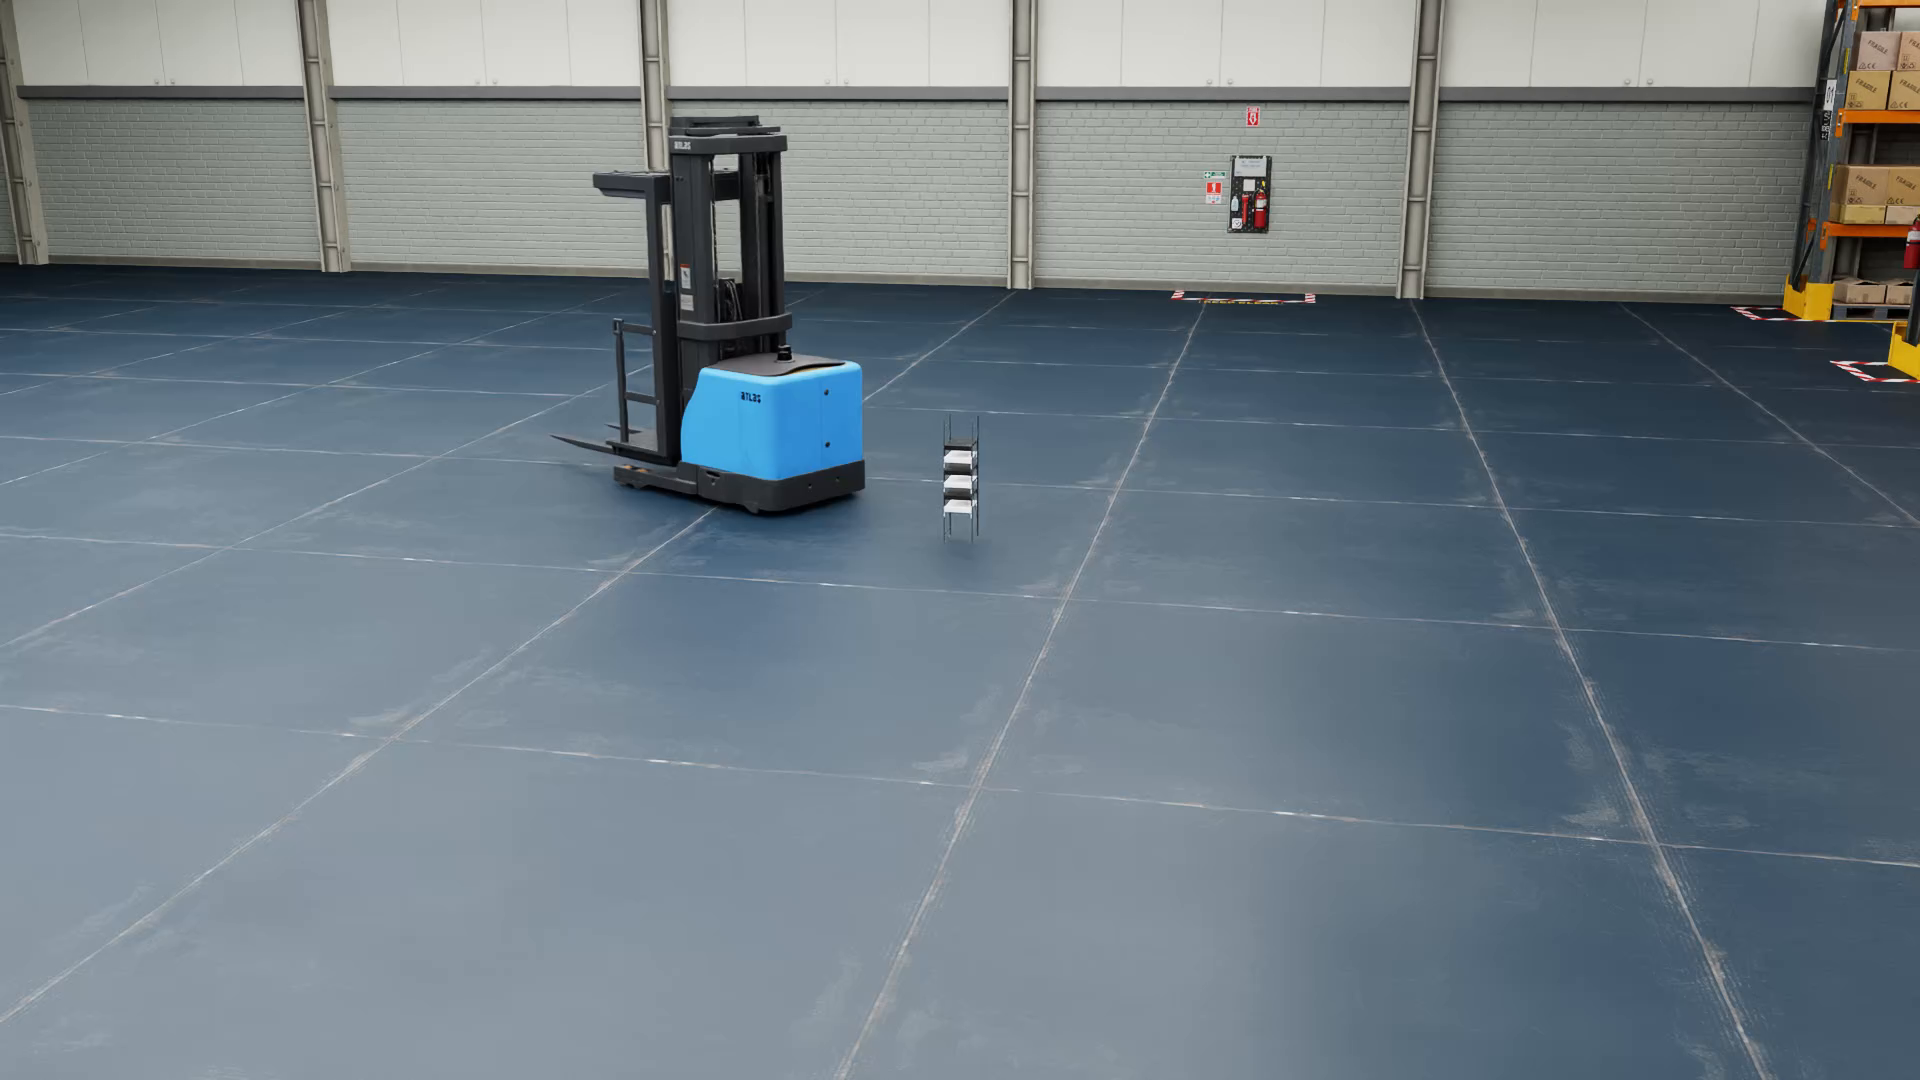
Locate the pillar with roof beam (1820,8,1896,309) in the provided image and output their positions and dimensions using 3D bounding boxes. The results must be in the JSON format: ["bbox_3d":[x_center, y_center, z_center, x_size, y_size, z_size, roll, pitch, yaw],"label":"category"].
[{"bbox_3d":[11.872,-6.589,18.923,0.400,9.000,9.100,3,16,11],"label":"pillar with roof beam"}]

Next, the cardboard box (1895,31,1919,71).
[{"bbox_3d":[12.682,-6.497,22.110,0.500,0.500,0.500,3,16,10],"label":"cardboard box"}]

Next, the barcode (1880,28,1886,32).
[{"bbox_3d":[12.667,-6.993,22.816,0.075,0.075,0.001,3,16,11],"label":"barcode"}]

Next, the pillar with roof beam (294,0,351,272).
[{"bbox_3d":[-11.647,-7.866,23.532,0.400,9.000,9.100,3,16,11],"label":"pillar with roof beam"}]

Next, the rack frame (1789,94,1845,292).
[{"bbox_3d":[11.872,-4.635,23.107,0.127,3.000,1.000,3,16,11],"label":"rack frame"}]

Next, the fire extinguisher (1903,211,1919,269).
[{"bbox_3d":[10.865,-3.430,18.900,0.183,0.674,0.296,3,16,11],"label":"fire extinguisher"}]

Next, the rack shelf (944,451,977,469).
[{"bbox_3d":[0.008,-0.575,11.831,0.200,0.077,0.258,3,16,11],"label":"rack shelf"}]

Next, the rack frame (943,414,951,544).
[{"bbox_3d":[-0.092,-0.439,11.890,0.006,0.900,0.240,3,16,11],"label":"rack frame"}]

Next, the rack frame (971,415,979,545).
[{"bbox_3d":[0.108,-0.428,11.851,0.006,0.900,0.240,3,16,11],"label":"rack frame"}]

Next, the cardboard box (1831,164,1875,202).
[{"bbox_3d":[12.376,-4.965,23.135,0.500,0.500,0.500,3,16,10],"label":"cardboard box"}]

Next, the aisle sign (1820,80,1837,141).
[{"bbox_3d":[11.741,-5.814,22.491,0.004,0.787,0.394,3,16,11],"label":"aisle sign"}]

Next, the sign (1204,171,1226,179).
[{"bbox_3d":[3.918,-5.611,25.571,0.331,0.109,0.001,3,16,11],"label":"sign"}]

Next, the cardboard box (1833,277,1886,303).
[{"bbox_3d":[12.532,-3.491,23.189,0.500,0.311,0.500,1,16,5],"label":"cardboard box"}]

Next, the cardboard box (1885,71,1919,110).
[{"bbox_3d":[12.669,-6.018,22.254,0.500,0.500,0.500,4,16,15],"label":"cardboard box"}]

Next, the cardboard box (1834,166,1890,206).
[{"bbox_3d":[12.279,-4.830,22.649,0.500,0.500,0.500,3,16,11],"label":"cardboard box"}]

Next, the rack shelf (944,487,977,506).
[{"bbox_3d":[0.008,-0.314,11.903,0.200,0.077,0.258,3,16,11],"label":"rack shelf"}]

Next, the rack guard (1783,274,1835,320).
[{"bbox_3d":[11.946,-3.427,23.426,0.348,0.500,1.175,3,16,11],"label":"rack guard"}]

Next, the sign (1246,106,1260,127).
[{"bbox_3d":[4.448,-6.429,25.239,0.199,0.298,0.001,3,16,11],"label":"sign"}]

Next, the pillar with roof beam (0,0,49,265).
[{"bbox_3d":[-17.526,-8.185,24.684,0.400,9.000,9.100,3,16,11],"label":"pillar with roof beam"}]

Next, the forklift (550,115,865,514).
[{"bbox_3d":[-2.199,-1.916,13.418,3.031,2.935,1.130,13,20,39],"label":"forklift"}]

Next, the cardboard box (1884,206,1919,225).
[{"bbox_3d":[12.798,-4.440,22.645,0.500,0.250,0.500,3,16,9],"label":"cardboard box"}]

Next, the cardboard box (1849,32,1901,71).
[{"bbox_3d":[12.201,-6.537,22.254,0.500,0.500,0.500,2,16,7],"label":"cardboard box"}]

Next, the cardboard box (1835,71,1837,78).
[{"bbox_3d":[12.331,-6.183,22.850,0.500,0.500,0.500,4,16,15],"label":"cardboard box"}]

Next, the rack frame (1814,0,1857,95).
[{"bbox_3d":[11.872,-7.527,22.306,0.127,3.000,1.000,3,16,11],"label":"rack frame"}]

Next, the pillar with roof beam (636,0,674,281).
[{"bbox_3d":[-5.767,-7.547,22.380,0.400,9.000,9.100,3,16,11],"label":"pillar with roof beam"}]

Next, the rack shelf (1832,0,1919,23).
[{"bbox_3d":[13.831,-7.072,22.019,4.000,0.370,1.077,3,16,11],"label":"rack shelf"}]

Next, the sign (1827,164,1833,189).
[{"bbox_3d":[11.764,-4.911,22.479,0.005,0.325,0.100,3,16,11],"label":"sign"}]

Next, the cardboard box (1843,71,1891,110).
[{"bbox_3d":[12.149,-6.056,22.390,0.500,0.500,0.500,4,16,13],"label":"cardboard box"}]

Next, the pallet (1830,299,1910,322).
[{"bbox_3d":[12.735,-3.235,23.275,1.213,0.211,1.003,3,16,11],"label":"pallet"}]

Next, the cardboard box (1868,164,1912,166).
[{"bbox_3d":[12.867,-4.935,23.029,0.500,0.500,0.500,3,16,12],"label":"cardboard box"}]

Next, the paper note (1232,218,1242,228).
[{"bbox_3d":[4.276,-4.888,25.669,0.142,0.148,0.016,3,16,11],"label":"paper note"}]

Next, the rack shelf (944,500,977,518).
[{"bbox_3d":[0.008,-0.228,11.927,0.200,0.077,0.258,3,16,11],"label":"rack shelf"}]

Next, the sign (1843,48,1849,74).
[{"bbox_3d":[11.764,-6.360,22.078,0.005,0.325,0.100,3,16,11],"label":"sign"}]

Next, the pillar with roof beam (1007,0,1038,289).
[{"bbox_3d":[0.113,-7.228,21.228,0.400,9.000,9.100,3,16,11],"label":"pillar with roof beam"}]

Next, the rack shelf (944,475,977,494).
[{"bbox_3d":[0.008,-0.401,11.879,0.200,0.077,0.258,3,16,11],"label":"rack shelf"}]

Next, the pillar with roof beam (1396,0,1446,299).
[{"bbox_3d":[5.992,-6.909,20.075,0.400,9.000,9.100,3,16,11],"label":"pillar with roof beam"}]

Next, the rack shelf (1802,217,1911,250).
[{"bbox_3d":[13.831,-4.182,22.819,4.000,0.370,1.077,3,16,11],"label":"rack shelf"}]

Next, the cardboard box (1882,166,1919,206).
[{"bbox_3d":[12.762,-4.801,22.545,0.500,0.500,0.500,3,16,11],"label":"cardboard box"}]

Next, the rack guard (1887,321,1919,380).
[{"bbox_3d":[10.864,-2.136,18.766,0.348,0.500,1.175,3,16,11],"label":"rack guard"}]

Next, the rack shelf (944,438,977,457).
[{"bbox_3d":[0.008,-0.661,11.807,0.200,0.077,0.258,3,16,11],"label":"rack shelf"}]

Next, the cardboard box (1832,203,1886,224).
[{"bbox_3d":[12.286,-4.464,22.731,0.500,0.250,0.500,3,16,9],"label":"cardboard box"}]

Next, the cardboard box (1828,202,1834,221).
[{"bbox_3d":[12.368,-4.599,23.218,0.500,0.250,0.500,3,16,12],"label":"cardboard box"}]

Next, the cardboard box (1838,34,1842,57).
[{"bbox_3d":[12.346,-6.666,22.721,0.500,0.500,0.500,4,16,14],"label":"cardboard box"}]

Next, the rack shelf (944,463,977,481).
[{"bbox_3d":[0.008,-0.488,11.855,0.200,0.077,0.258,3,16,11],"label":"rack shelf"}]

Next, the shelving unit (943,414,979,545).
[{"bbox_3d":[0.008,-0.433,11.870,0.210,0.900,0.258,3,16,11],"label":"shelving unit"}]

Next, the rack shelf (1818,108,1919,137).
[{"bbox_3d":[13.831,-5.628,22.419,4.000,0.370,1.077,3,16,11],"label":"rack shelf"}]

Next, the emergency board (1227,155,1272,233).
[{"bbox_3d":[4.436,-5.285,25.452,0.643,1.169,0.194,3,16,11],"label":"emergency board"}]

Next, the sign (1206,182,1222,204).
[{"bbox_3d":[3.915,-5.359,25.651,0.234,0.329,0.001,3,16,11],"label":"sign"}]

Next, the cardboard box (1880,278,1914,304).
[{"bbox_3d":[13.090,-3.461,23.080,0.500,0.311,0.500,4,16,16],"label":"cardboard box"}]

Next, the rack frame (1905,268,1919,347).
[{"bbox_3d":[10.888,-3.339,18.428,0.127,3.000,1.000,3,16,11],"label":"rack frame"}]
